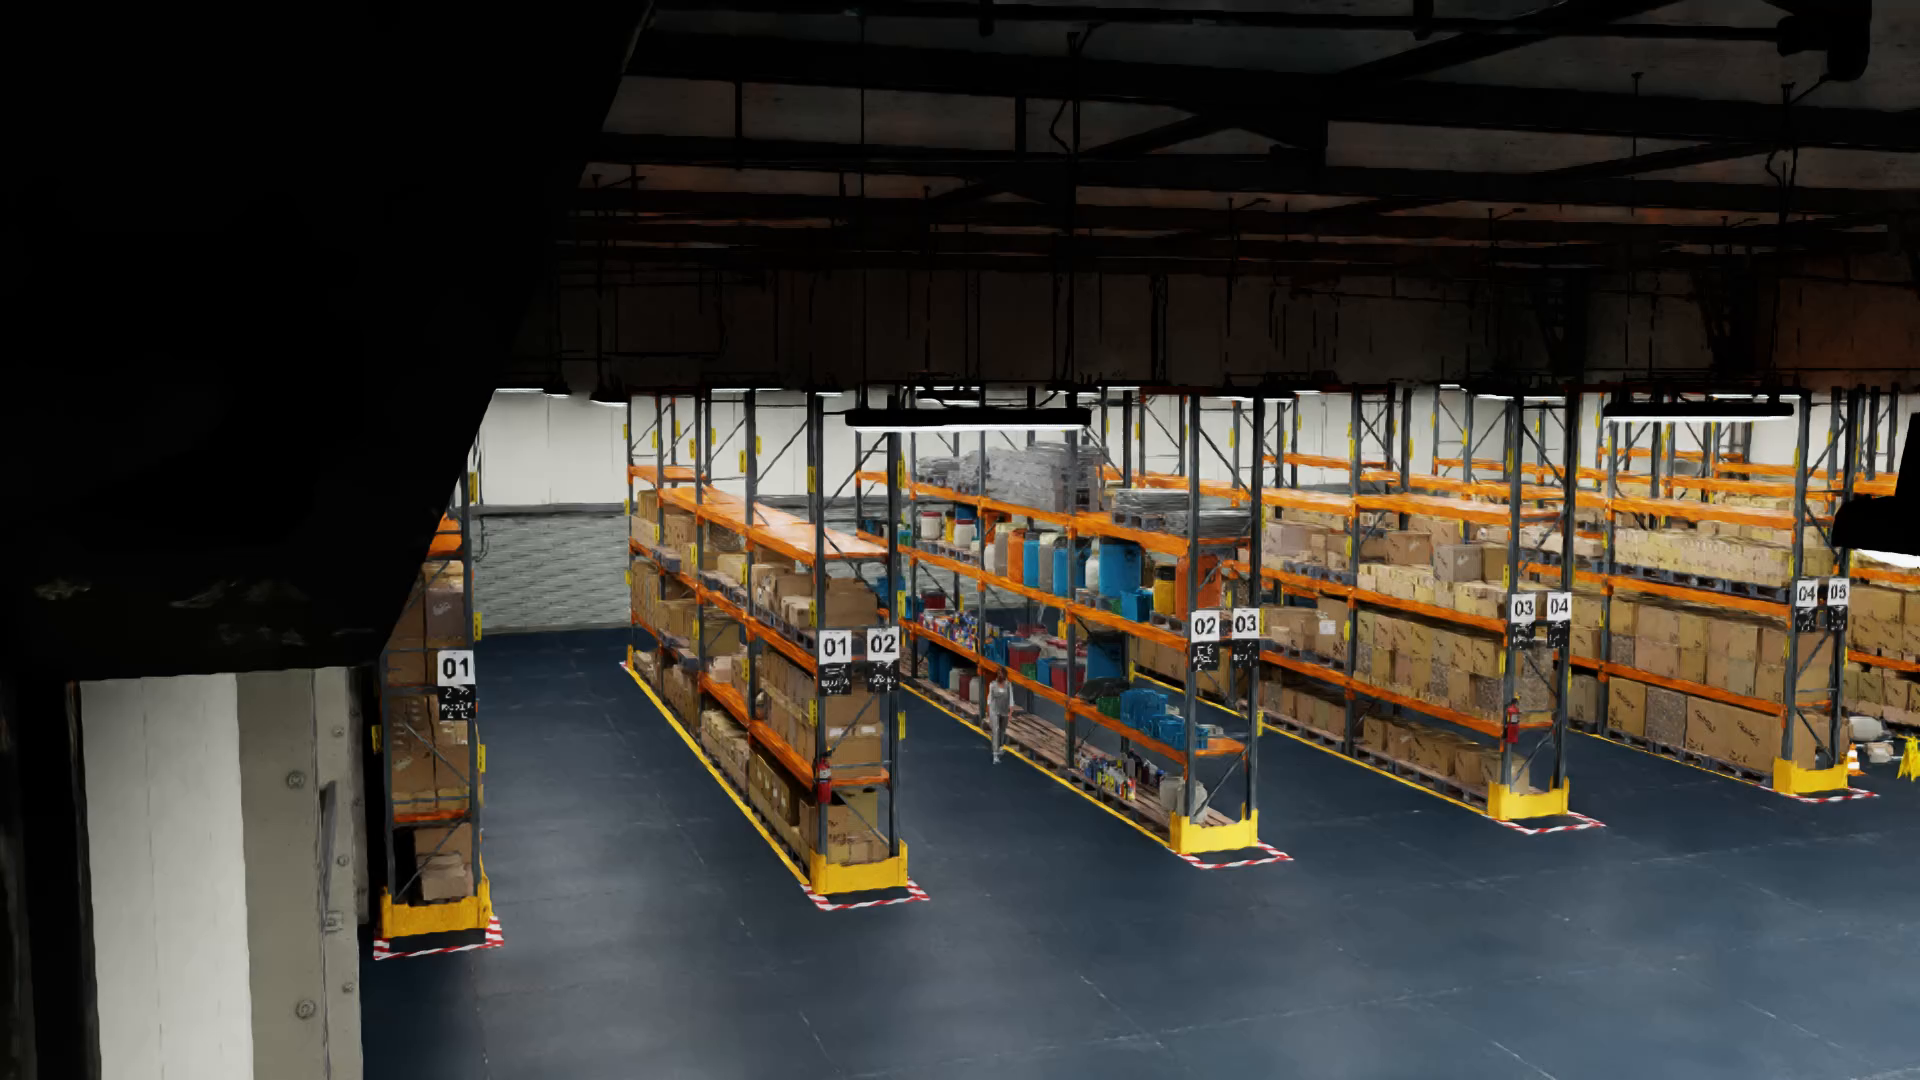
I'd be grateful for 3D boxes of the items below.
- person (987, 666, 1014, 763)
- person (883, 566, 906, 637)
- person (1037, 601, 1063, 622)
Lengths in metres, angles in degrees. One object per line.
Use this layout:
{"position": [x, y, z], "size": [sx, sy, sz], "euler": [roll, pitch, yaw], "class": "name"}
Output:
{"position": [0.656, 2.782, 26.876], "size": [0.407, 1.533, 0.962], "euler": [-1, 6, -10], "class": "person"}
{"position": [-1.565, 1.447, 38.984], "size": [0.577, 1.746, 0.584], "euler": [2, 6, 18], "class": "person"}
{"position": [2.300, 1.207, 41.387], "size": [0.714, 1.696, 0.823], "euler": [-4, 7, -36], "class": "person"}
